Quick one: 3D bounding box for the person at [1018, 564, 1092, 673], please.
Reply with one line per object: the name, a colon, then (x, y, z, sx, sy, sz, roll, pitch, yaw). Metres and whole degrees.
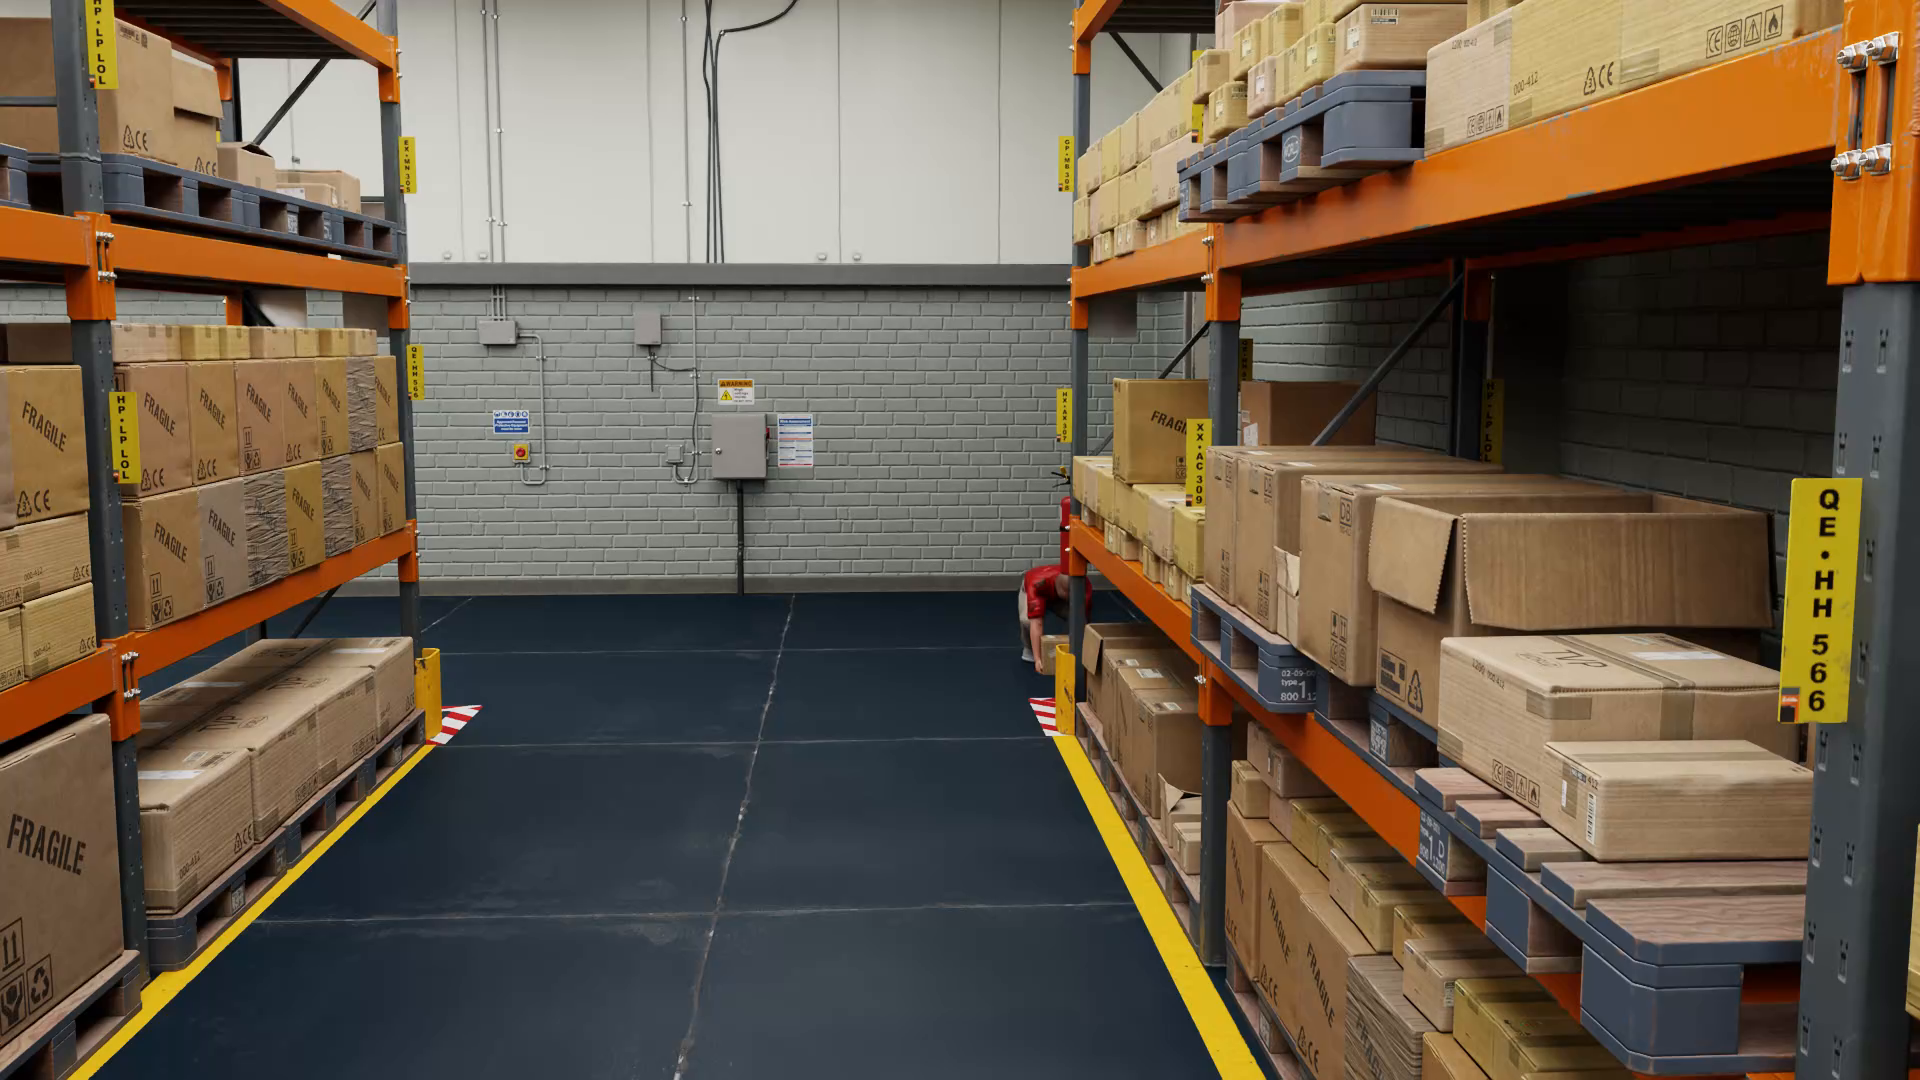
person: (0.699, 0.554, 12.349, 0.527, 0.780, 0.932, -1, 7, -5)
